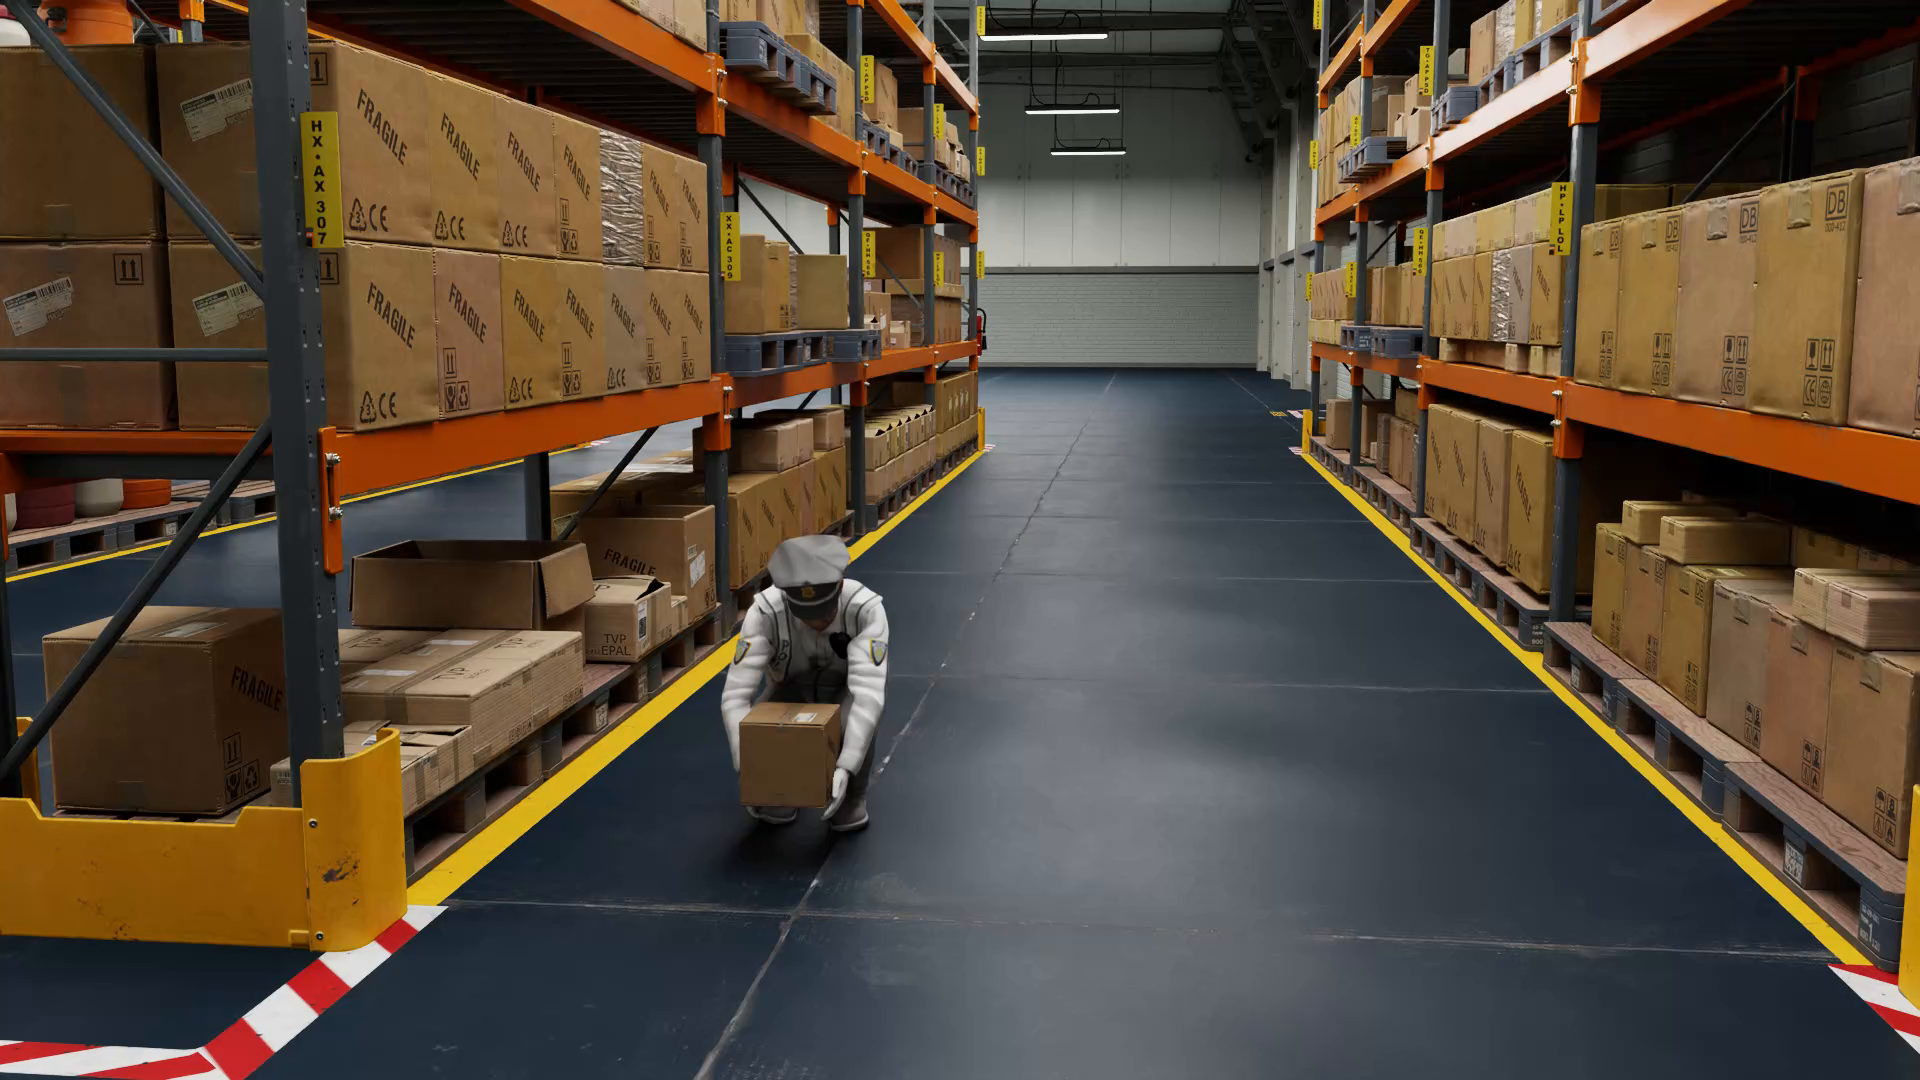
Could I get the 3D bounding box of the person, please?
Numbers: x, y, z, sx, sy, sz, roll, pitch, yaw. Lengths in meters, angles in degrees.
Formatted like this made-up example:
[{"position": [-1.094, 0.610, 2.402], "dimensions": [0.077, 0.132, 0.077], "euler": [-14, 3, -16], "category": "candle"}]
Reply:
[{"position": [-0.461, 0.441, 5.206], "dimensions": [0.505, 0.963, 0.821], "euler": [1, 8, 7], "category": "person"}]
